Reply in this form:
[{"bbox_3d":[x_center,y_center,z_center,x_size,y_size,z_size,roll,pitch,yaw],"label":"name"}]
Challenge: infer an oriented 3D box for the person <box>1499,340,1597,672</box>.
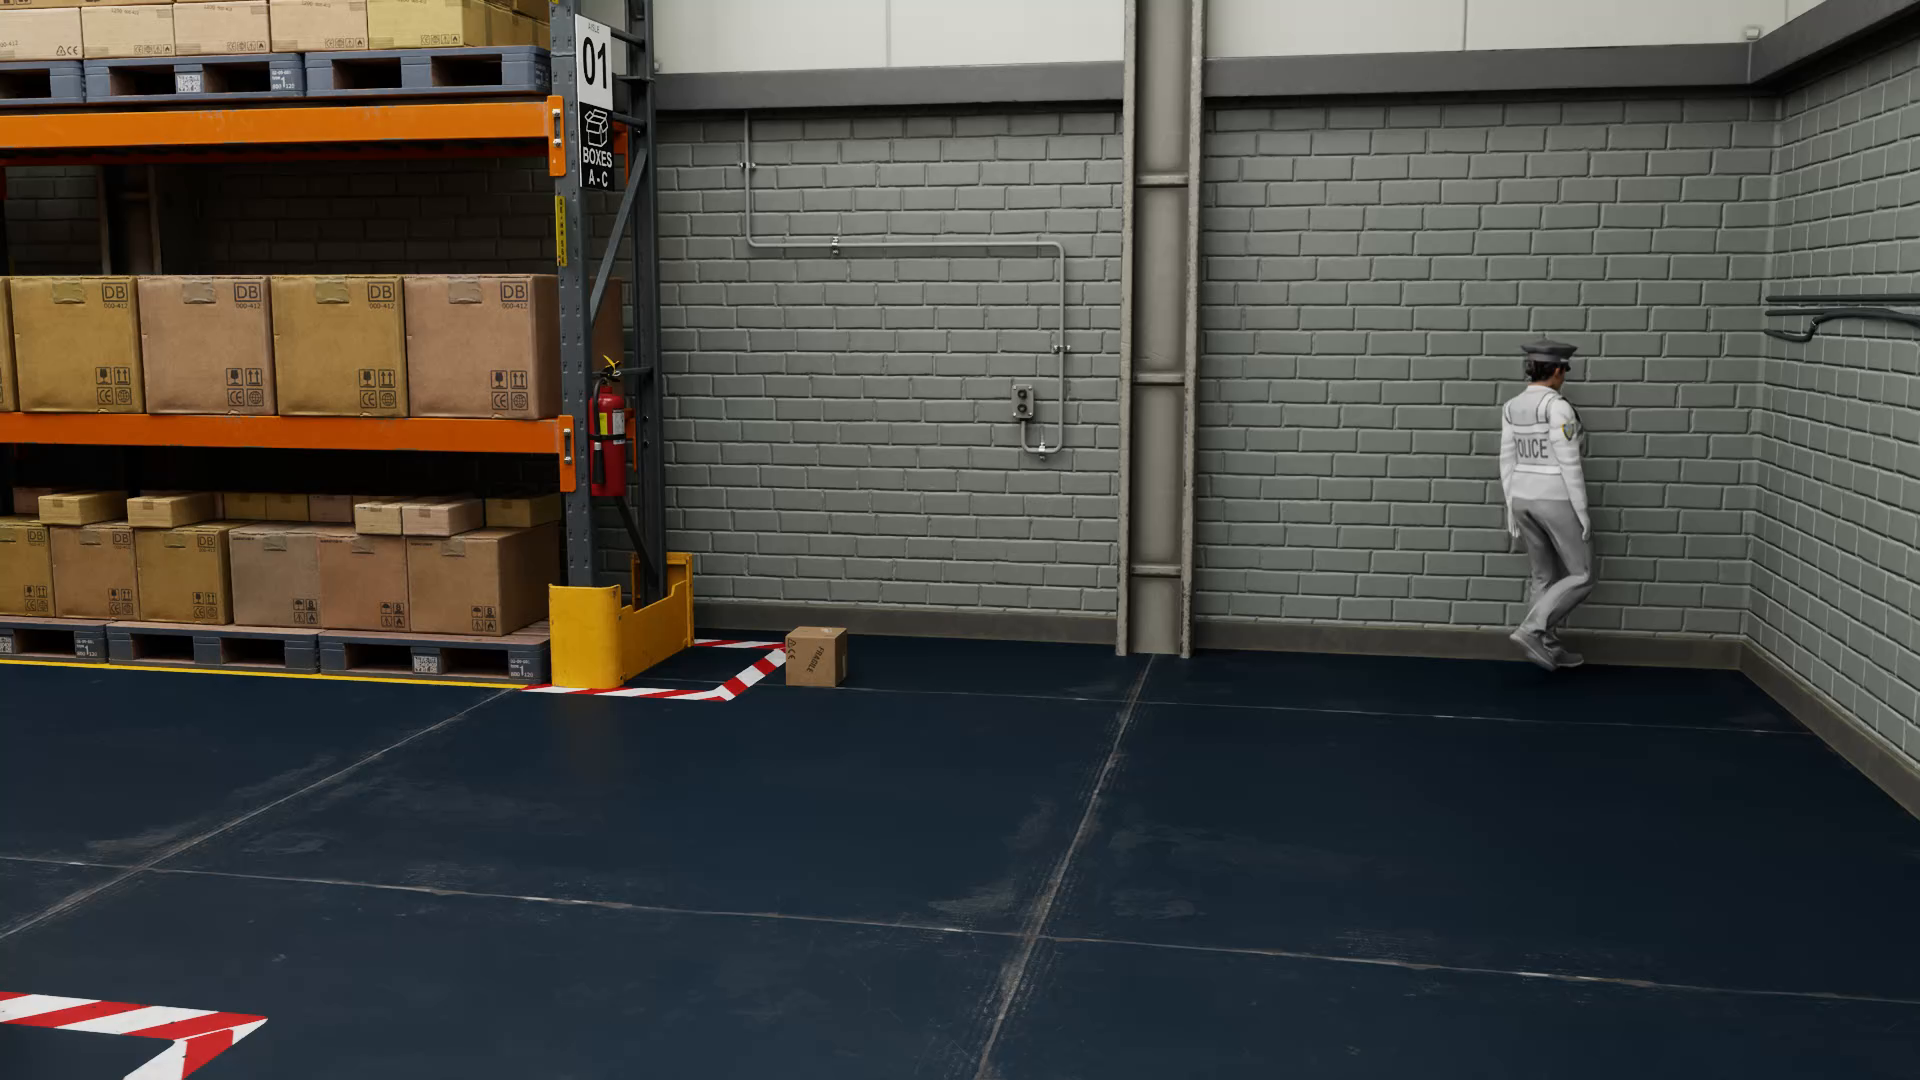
[{"bbox_3d":[2.939,-0.157,8.270,0.621,1.661,0.520,-3,9,-20],"label":"person"}]
